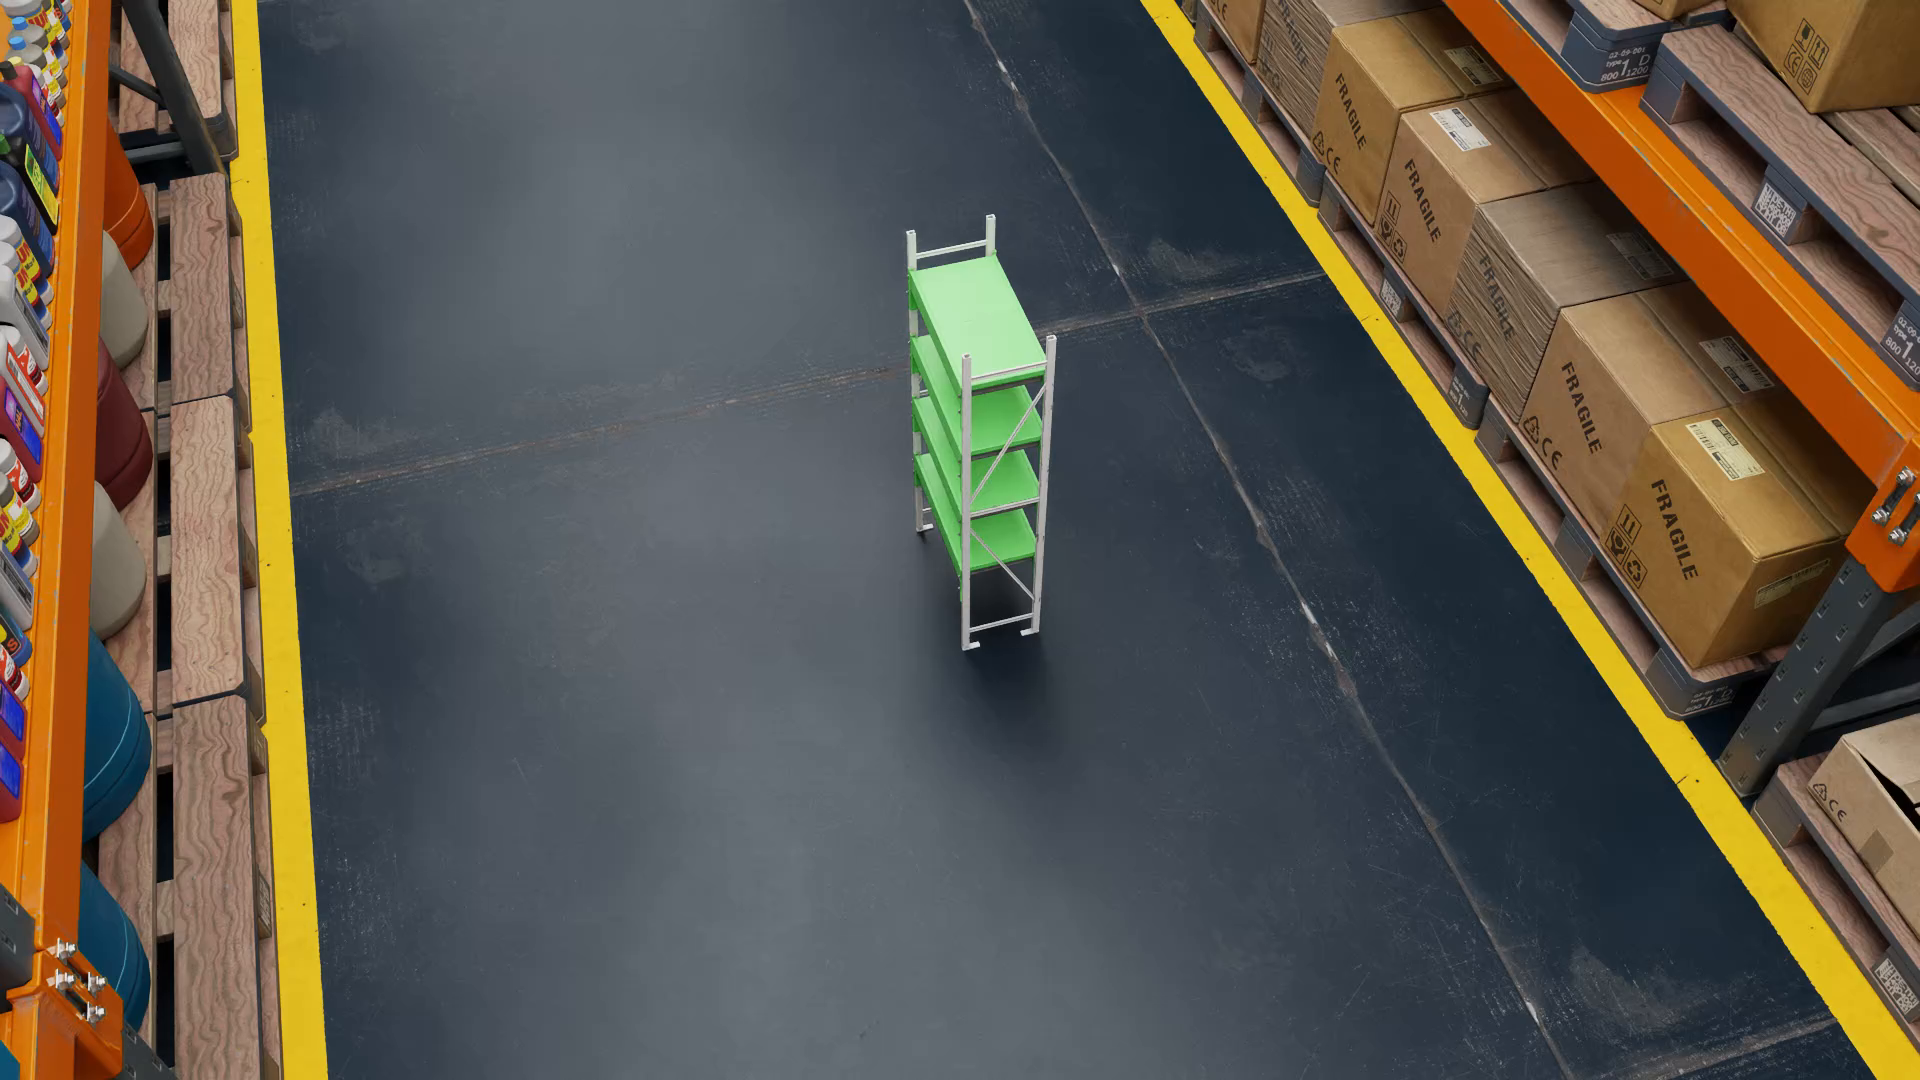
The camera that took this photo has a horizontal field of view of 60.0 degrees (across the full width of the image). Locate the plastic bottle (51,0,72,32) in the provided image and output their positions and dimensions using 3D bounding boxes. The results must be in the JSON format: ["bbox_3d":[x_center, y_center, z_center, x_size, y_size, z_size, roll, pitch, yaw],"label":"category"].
[{"bbox_3d":[-2.613,-1.565,4.692,0.097,0.271,0.097,0,50,0],"label":"plastic bottle"}]

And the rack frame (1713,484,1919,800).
[{"bbox_3d":[2.633,-0.401,3.626,1.000,3.000,0.127,-13,51,-11],"label":"rack frame"}]

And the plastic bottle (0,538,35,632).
[{"bbox_3d":[-1.981,0.065,3.314,0.152,0.276,0.135,-13,51,-11],"label":"plastic bottle"}]

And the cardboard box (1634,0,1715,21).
[{"bbox_3d":[2.051,-1.845,4.503,0.700,0.500,0.500,-25,54,-20],"label":"cardboard box"}]

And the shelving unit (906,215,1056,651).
[{"bbox_3d":[0.049,-0.266,4.689,0.258,1.200,0.503,-13,51,-11],"label":"shelving unit"}]

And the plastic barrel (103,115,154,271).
[{"bbox_3d":[-3.122,-1.287,5.518,0.600,0.830,0.708,-13,51,-11],"label":"plastic barrel"}]

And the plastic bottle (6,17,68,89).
[{"bbox_3d":[-2.527,-1.329,4.539,0.097,0.201,0.097,0,50,0],"label":"plastic bottle"}]

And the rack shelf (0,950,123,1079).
[{"bbox_3d":[-1.509,2.409,1.728,1.077,0.370,4.000,-13,51,-11],"label":"rack shelf"}]

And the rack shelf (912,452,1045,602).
[{"bbox_3d":[0.049,-0.070,4.922,0.258,0.148,0.480,-13,51,-11],"label":"rack shelf"}]

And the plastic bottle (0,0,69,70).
[{"bbox_3d":[-2.556,-1.423,4.572,0.097,0.271,0.097,0,50,0],"label":"plastic bottle"}]

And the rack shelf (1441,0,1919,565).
[{"bbox_3d":[2.041,-1.629,5.132,1.077,0.370,4.000,-13,51,-11],"label":"rack shelf"}]

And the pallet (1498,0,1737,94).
[{"bbox_3d":[2.029,-1.841,4.965,1.003,0.211,1.213,-13,51,-11],"label":"pallet"}]

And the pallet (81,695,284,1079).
[{"bbox_3d":[-2.289,1.043,4.233,1.003,0.211,1.213,-13,51,-11],"label":"pallet"}]

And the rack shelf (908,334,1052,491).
[{"bbox_3d":[0.049,-0.379,4.555,0.258,0.148,0.480,-13,51,-11],"label":"rack shelf"}]

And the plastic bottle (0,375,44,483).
[{"bbox_3d":[-2.064,-0.259,3.582,0.061,0.283,0.133,-13,51,-11],"label":"plastic bottle"}]

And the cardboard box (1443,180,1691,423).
[{"bbox_3d":[1.927,-0.762,5.277,0.500,0.500,0.500,-13,51,-11],"label":"cardboard box"}]

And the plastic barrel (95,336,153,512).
[{"bbox_3d":[-2.788,-0.385,4.915,0.600,0.588,0.708,-13,51,-11],"label":"plastic barrel"}]

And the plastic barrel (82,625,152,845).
[{"bbox_3d":[-2.454,0.339,4.100,0.600,0.901,0.708,-13,51,-11],"label":"plastic barrel"}]

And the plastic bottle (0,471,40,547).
[{"bbox_3d":[-2.018,-0.073,3.479,0.097,0.201,0.097,0,50,0],"label":"plastic bottle"}]

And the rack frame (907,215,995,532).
[{"bbox_3d":[-0.023,-0.444,4.840,0.240,1.200,0.015,-13,51,-11],"label":"rack frame"}]

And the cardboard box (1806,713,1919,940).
[{"bbox_3d":[2.550,0.680,4.186,0.500,0.311,0.500,-13,51,-11],"label":"cardboard box"}]

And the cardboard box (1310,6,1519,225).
[{"bbox_3d":[1.615,-1.512,5.910,0.500,0.500,0.500,-14,51,-11],"label":"cardboard box"}]

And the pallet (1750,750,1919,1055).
[{"bbox_3d":[2.835,1.000,4.269,1.003,0.211,1.213,-13,51,-11],"label":"pallet"}]

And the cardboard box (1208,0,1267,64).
[{"bbox_3d":[1.311,-2.261,6.541,0.500,0.500,0.500,-11,51,-9],"label":"cardboard box"}]

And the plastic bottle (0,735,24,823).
[{"bbox_3d":[-1.801,0.390,3.036,0.061,0.283,0.133,-13,51,-11],"label":"plastic bottle"}]

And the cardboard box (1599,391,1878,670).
[{"bbox_3d":[2.213,-0.032,4.662,0.500,0.500,0.500,-14,51,-11],"label":"cardboard box"}]

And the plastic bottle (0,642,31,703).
[{"bbox_3d":[-1.892,0.239,3.217,0.097,0.201,0.097,0,50,0],"label":"plastic bottle"}]

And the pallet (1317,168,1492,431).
[{"bbox_3d":[1.992,-0.980,5.938,1.003,0.211,1.213,-13,51,-11],"label":"pallet"}]

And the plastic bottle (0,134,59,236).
[{"bbox_3d":[-2.324,-0.901,4.124,0.061,0.283,0.133,-13,51,-11],"label":"plastic bottle"}]

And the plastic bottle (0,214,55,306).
[{"bbox_3d":[-2.252,-0.674,3.940,0.097,0.271,0.097,0,50,0],"label":"plastic bottle"}]

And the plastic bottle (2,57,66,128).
[{"bbox_3d":[-2.470,-1.187,4.419,0.097,0.201,0.097,0,50,0],"label":"plastic bottle"}]

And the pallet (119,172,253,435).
[{"bbox_3d":[-3.010,-0.740,5.735,1.003,0.211,1.213,-13,51,-11],"label":"pallet"}]

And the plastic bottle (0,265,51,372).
[{"bbox_3d":[-2.216,-0.513,3.802,0.152,0.276,0.135,-13,51,-11],"label":"plastic bottle"}]

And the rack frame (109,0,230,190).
[{"bbox_3d":[-3.283,-2.205,5.147,1.000,3.000,0.127,-13,51,-11],"label":"rack frame"}]
